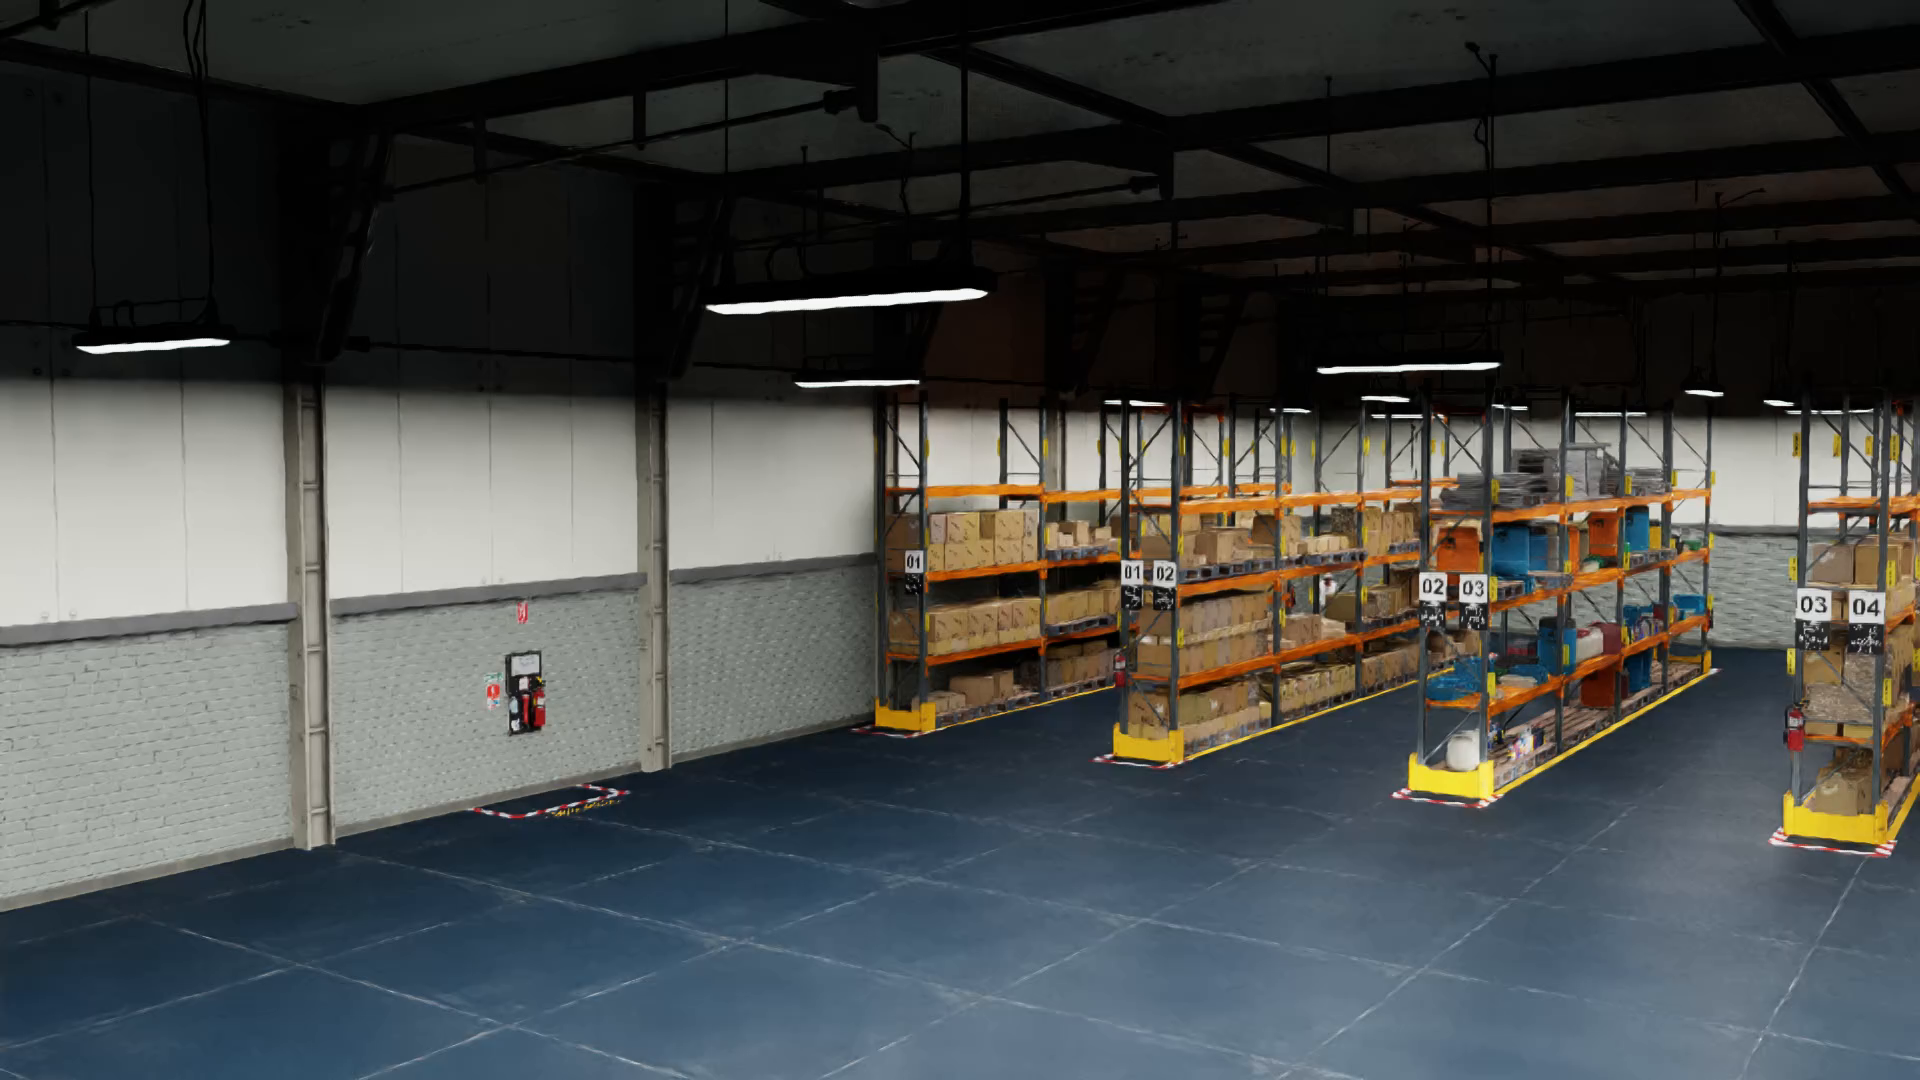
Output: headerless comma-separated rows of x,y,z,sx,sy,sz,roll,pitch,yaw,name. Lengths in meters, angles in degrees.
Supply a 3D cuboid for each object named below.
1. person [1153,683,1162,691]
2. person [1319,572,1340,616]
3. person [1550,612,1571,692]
4.095,2.403,32.562,0.481,1.551,1.094,2,4,37,person
9.749,1.690,44.065,0.704,1.716,0.810,1,3,16,person
12.229,2.287,33.941,0.682,1.675,0.529,2,4,33,person
